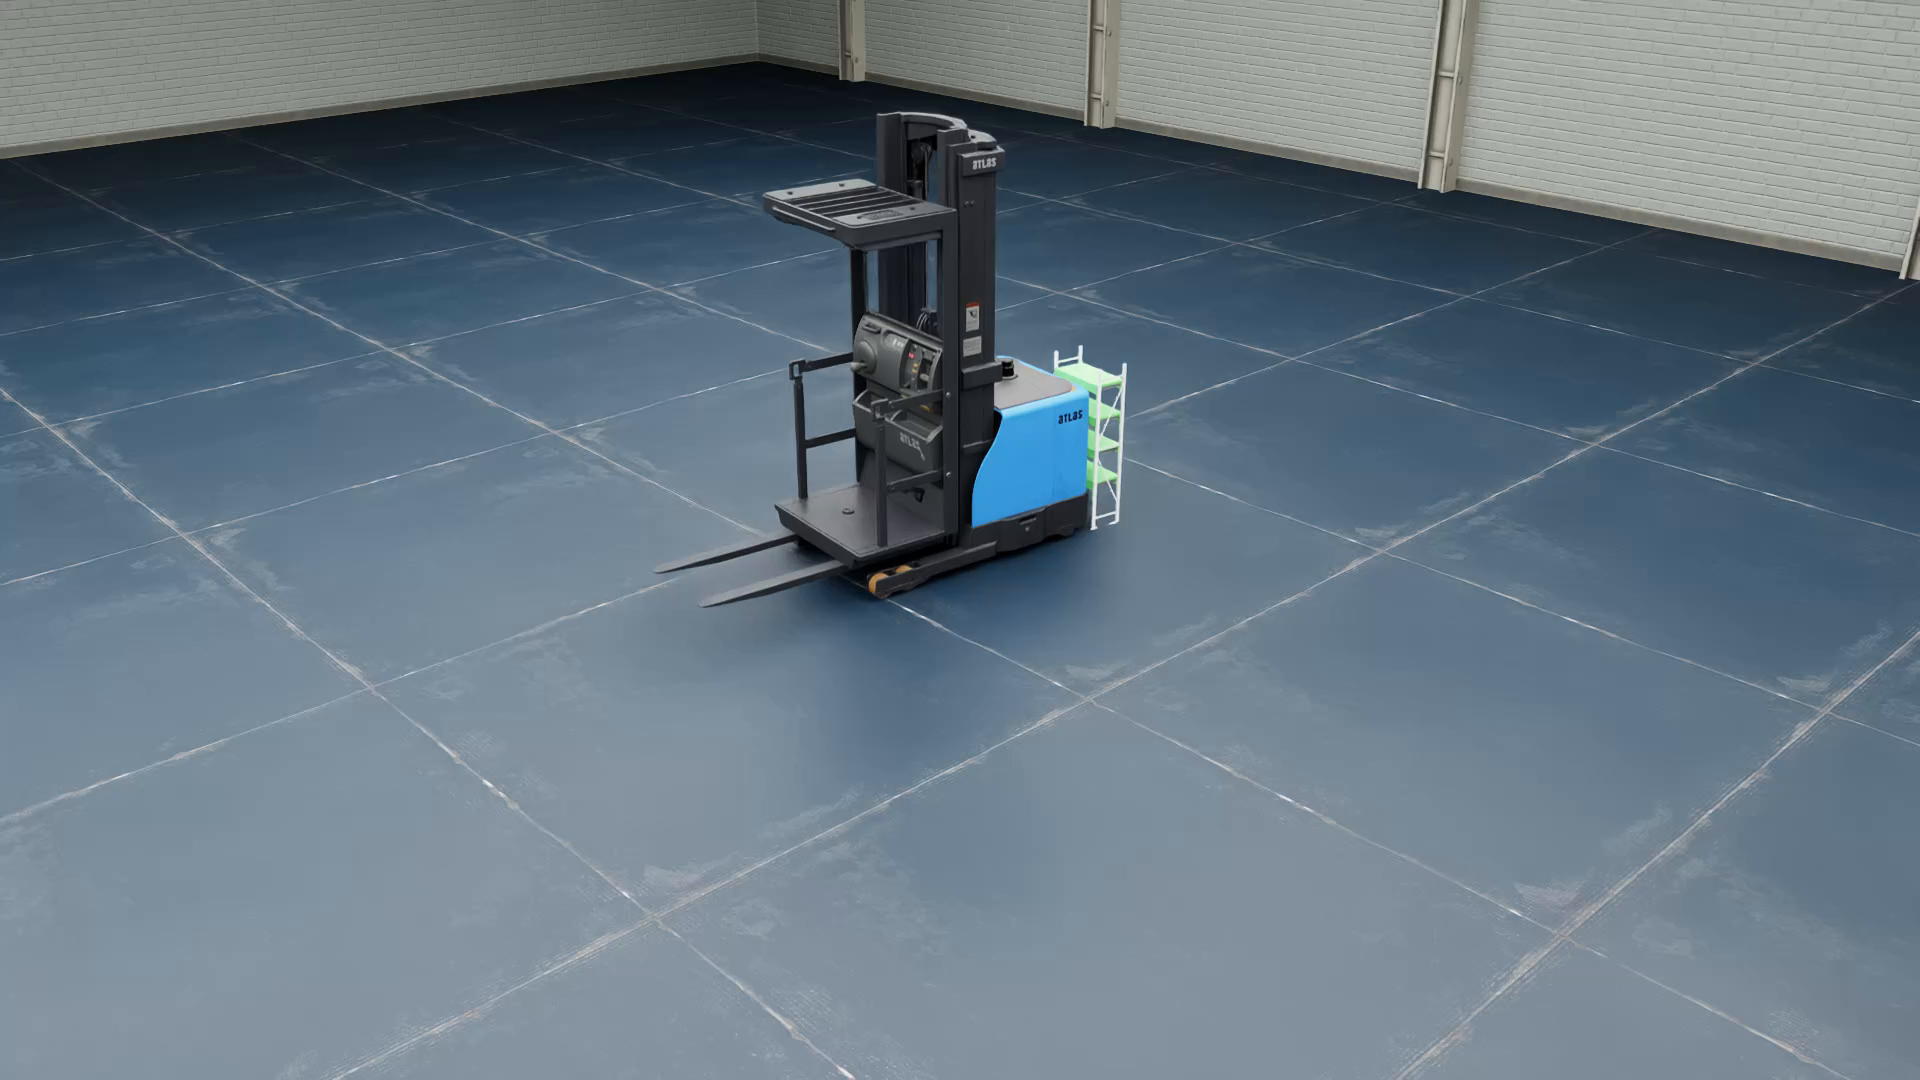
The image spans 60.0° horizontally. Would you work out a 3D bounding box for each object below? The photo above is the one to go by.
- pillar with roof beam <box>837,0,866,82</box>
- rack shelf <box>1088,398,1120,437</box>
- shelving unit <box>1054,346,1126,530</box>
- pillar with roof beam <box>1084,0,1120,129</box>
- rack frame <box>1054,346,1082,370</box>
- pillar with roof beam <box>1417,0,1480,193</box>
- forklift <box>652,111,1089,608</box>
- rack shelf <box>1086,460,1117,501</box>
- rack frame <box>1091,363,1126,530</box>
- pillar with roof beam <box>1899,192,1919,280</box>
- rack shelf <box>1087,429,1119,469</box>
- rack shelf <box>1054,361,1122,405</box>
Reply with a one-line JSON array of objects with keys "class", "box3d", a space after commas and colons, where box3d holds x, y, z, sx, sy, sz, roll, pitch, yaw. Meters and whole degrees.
[{"class": "pillar with roof beam", "box3d": [-5.068, -11.134, 25.315, 9.100, 9.000, 0.400, -21, 32, -38]}, {"class": "rack shelf", "box3d": [0.909, -0.894, 11.836, 0.258, 0.148, 0.480, -16, 29, -32]}, {"class": "shelving unit", "box3d": [0.908, -0.733, 11.908, 0.258, 1.200, 0.503, -16, 29, -32]}, {"class": "pillar with roof beam", "box3d": [-0.967, -9.316, 21.330, 9.100, 9.000, 0.400, -21, 32, -38]}, {"class": "rack frame", "box3d": [0.768, -0.816, 12.090, 0.240, 1.200, 0.015, -16, 29, -32]}, {"class": "pillar with roof beam", "box3d": [3.134, -7.499, 17.345, 9.100, 9.000, 0.400, -21, 32, -38]}, {"class": "forklift", "box3d": [-0.581, -1.197, 10.843, 3.031, 2.935, 1.130, -17, 29, -33]}, {"class": "rack shelf", "box3d": [0.906, -0.456, 12.033, 0.258, 0.148, 0.480, -16, 29, -32]}, {"class": "rack frame", "box3d": [1.048, -0.650, 11.727, 0.240, 1.200, 0.015, -16, 29, -32]}, {"class": "pillar with roof beam", "box3d": [7.235, -5.681, 13.360, 9.100, 9.000, 0.400, -21, 32, -38]}, {"class": "rack shelf", "box3d": [0.908, -0.675, 11.935, 0.258, 0.148, 0.480, -16, 29, -32]}, {"class": "rack shelf", "box3d": [0.911, -1.112, 11.738, 0.258, 0.148, 0.480, -16, 29, -32]}]
